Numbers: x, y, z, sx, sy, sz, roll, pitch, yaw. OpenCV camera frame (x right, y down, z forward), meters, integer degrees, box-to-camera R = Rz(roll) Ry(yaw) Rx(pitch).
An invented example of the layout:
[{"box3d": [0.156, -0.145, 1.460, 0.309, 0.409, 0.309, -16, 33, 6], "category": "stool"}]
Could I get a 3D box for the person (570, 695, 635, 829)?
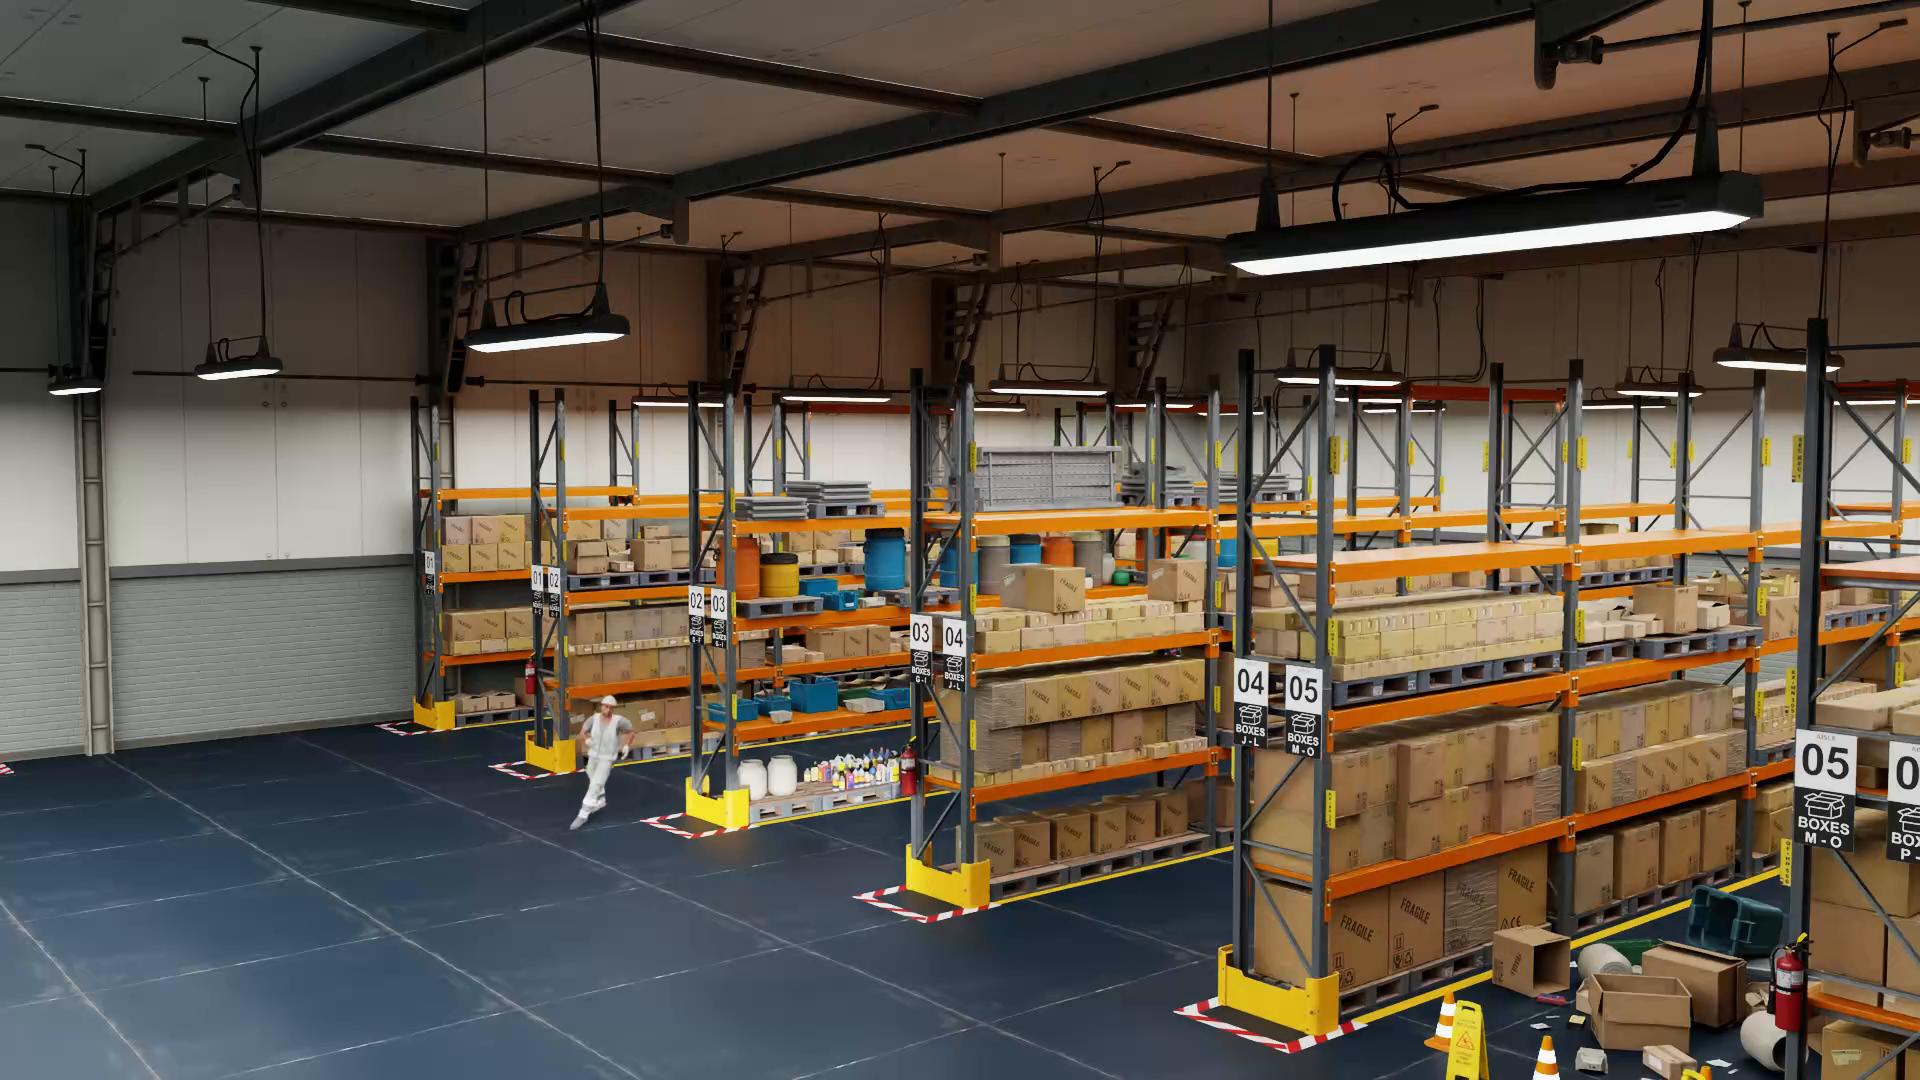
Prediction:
[{"box3d": [-4.849, 2.965, 22.544, 0.762, 1.755, 0.959, 1, 3, 14], "category": "person"}]
